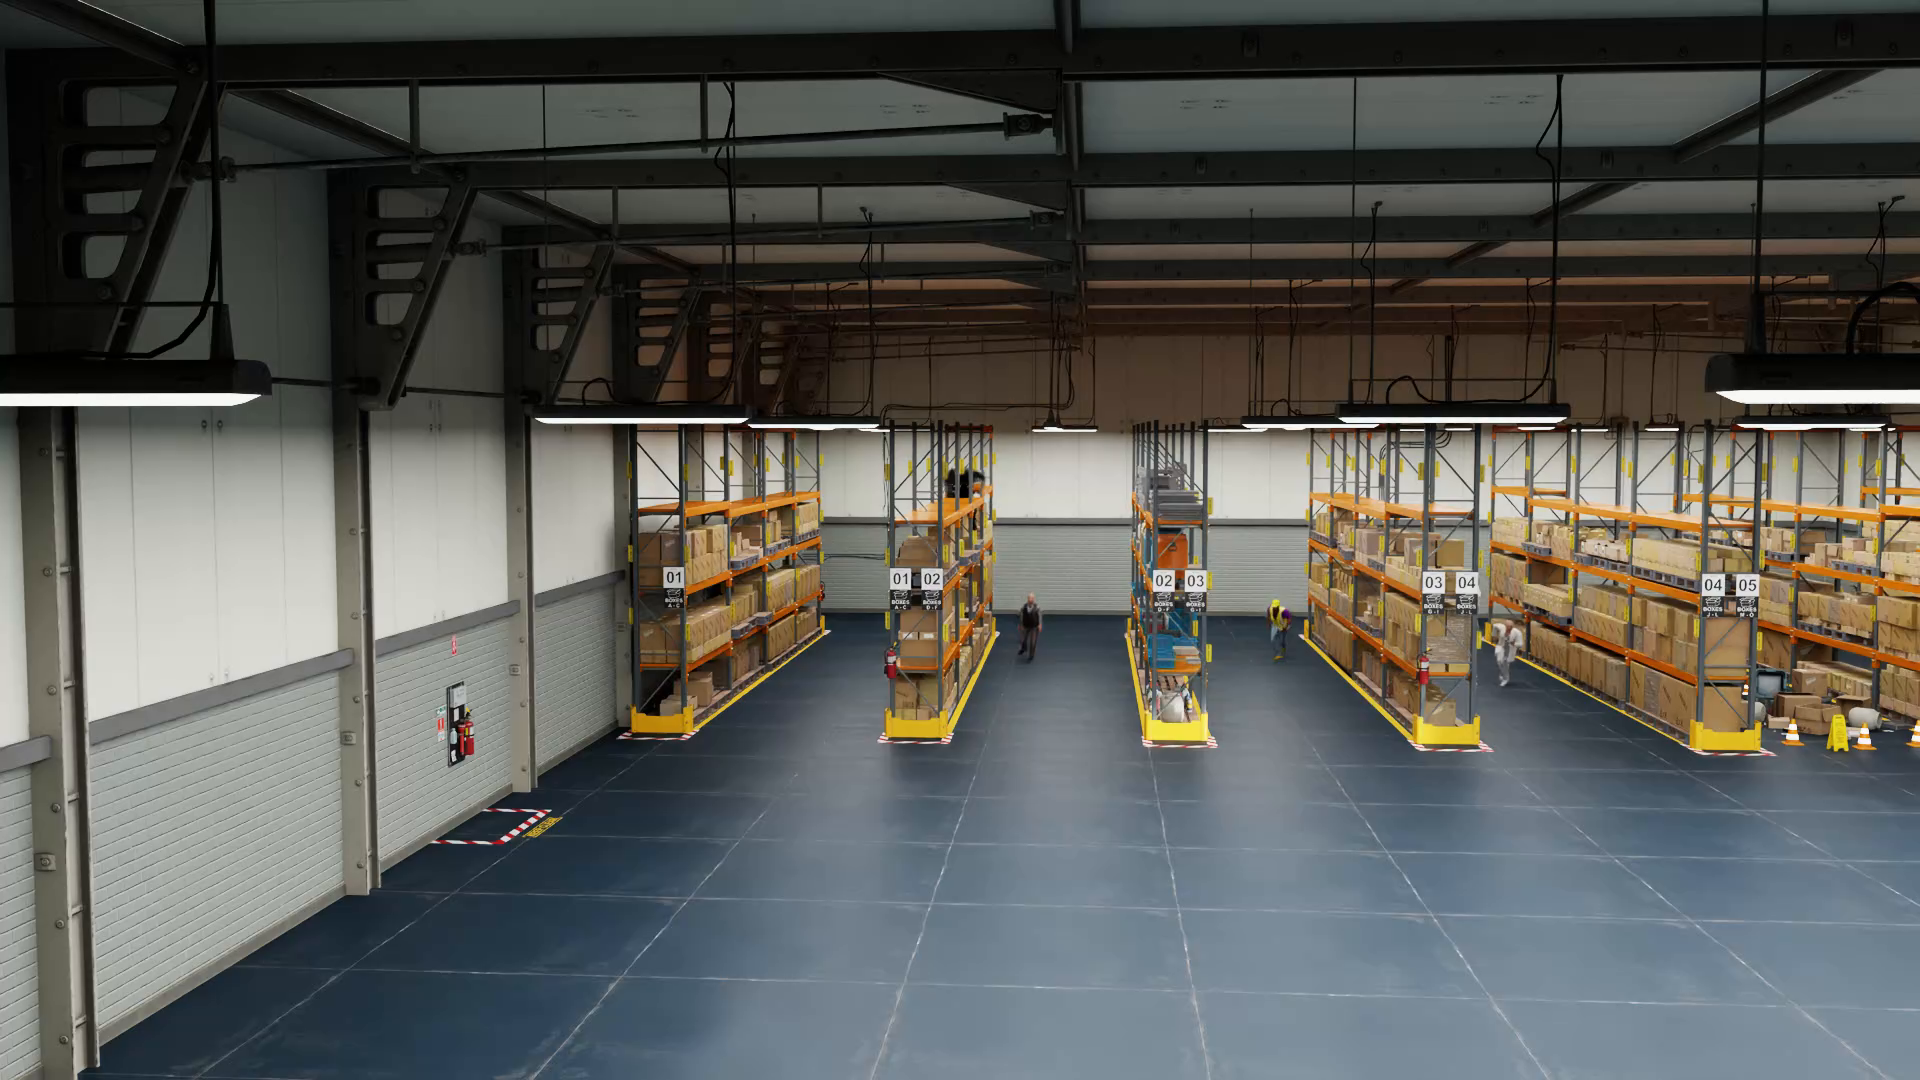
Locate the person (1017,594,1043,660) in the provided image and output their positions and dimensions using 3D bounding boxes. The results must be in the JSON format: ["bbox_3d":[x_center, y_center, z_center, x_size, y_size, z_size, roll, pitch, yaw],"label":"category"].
[{"bbox_3d":[1.786,2.202,42.253,0.692,1.685,0.665,1,4,11],"label":"person"}]

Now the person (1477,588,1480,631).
[{"bbox_3d":[14.623,1.885,47.446,0.684,1.739,0.802,-1,4,-14],"label":"person"}]

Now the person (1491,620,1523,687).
[{"bbox_3d":[12.522,2.557,38.061,0.692,1.558,1.240,1,4,17],"label":"person"}]

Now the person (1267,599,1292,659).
[{"bbox_3d":[8.202,2.267,42.554,0.695,1.564,1.134,2,4,29],"label":"person"}]
